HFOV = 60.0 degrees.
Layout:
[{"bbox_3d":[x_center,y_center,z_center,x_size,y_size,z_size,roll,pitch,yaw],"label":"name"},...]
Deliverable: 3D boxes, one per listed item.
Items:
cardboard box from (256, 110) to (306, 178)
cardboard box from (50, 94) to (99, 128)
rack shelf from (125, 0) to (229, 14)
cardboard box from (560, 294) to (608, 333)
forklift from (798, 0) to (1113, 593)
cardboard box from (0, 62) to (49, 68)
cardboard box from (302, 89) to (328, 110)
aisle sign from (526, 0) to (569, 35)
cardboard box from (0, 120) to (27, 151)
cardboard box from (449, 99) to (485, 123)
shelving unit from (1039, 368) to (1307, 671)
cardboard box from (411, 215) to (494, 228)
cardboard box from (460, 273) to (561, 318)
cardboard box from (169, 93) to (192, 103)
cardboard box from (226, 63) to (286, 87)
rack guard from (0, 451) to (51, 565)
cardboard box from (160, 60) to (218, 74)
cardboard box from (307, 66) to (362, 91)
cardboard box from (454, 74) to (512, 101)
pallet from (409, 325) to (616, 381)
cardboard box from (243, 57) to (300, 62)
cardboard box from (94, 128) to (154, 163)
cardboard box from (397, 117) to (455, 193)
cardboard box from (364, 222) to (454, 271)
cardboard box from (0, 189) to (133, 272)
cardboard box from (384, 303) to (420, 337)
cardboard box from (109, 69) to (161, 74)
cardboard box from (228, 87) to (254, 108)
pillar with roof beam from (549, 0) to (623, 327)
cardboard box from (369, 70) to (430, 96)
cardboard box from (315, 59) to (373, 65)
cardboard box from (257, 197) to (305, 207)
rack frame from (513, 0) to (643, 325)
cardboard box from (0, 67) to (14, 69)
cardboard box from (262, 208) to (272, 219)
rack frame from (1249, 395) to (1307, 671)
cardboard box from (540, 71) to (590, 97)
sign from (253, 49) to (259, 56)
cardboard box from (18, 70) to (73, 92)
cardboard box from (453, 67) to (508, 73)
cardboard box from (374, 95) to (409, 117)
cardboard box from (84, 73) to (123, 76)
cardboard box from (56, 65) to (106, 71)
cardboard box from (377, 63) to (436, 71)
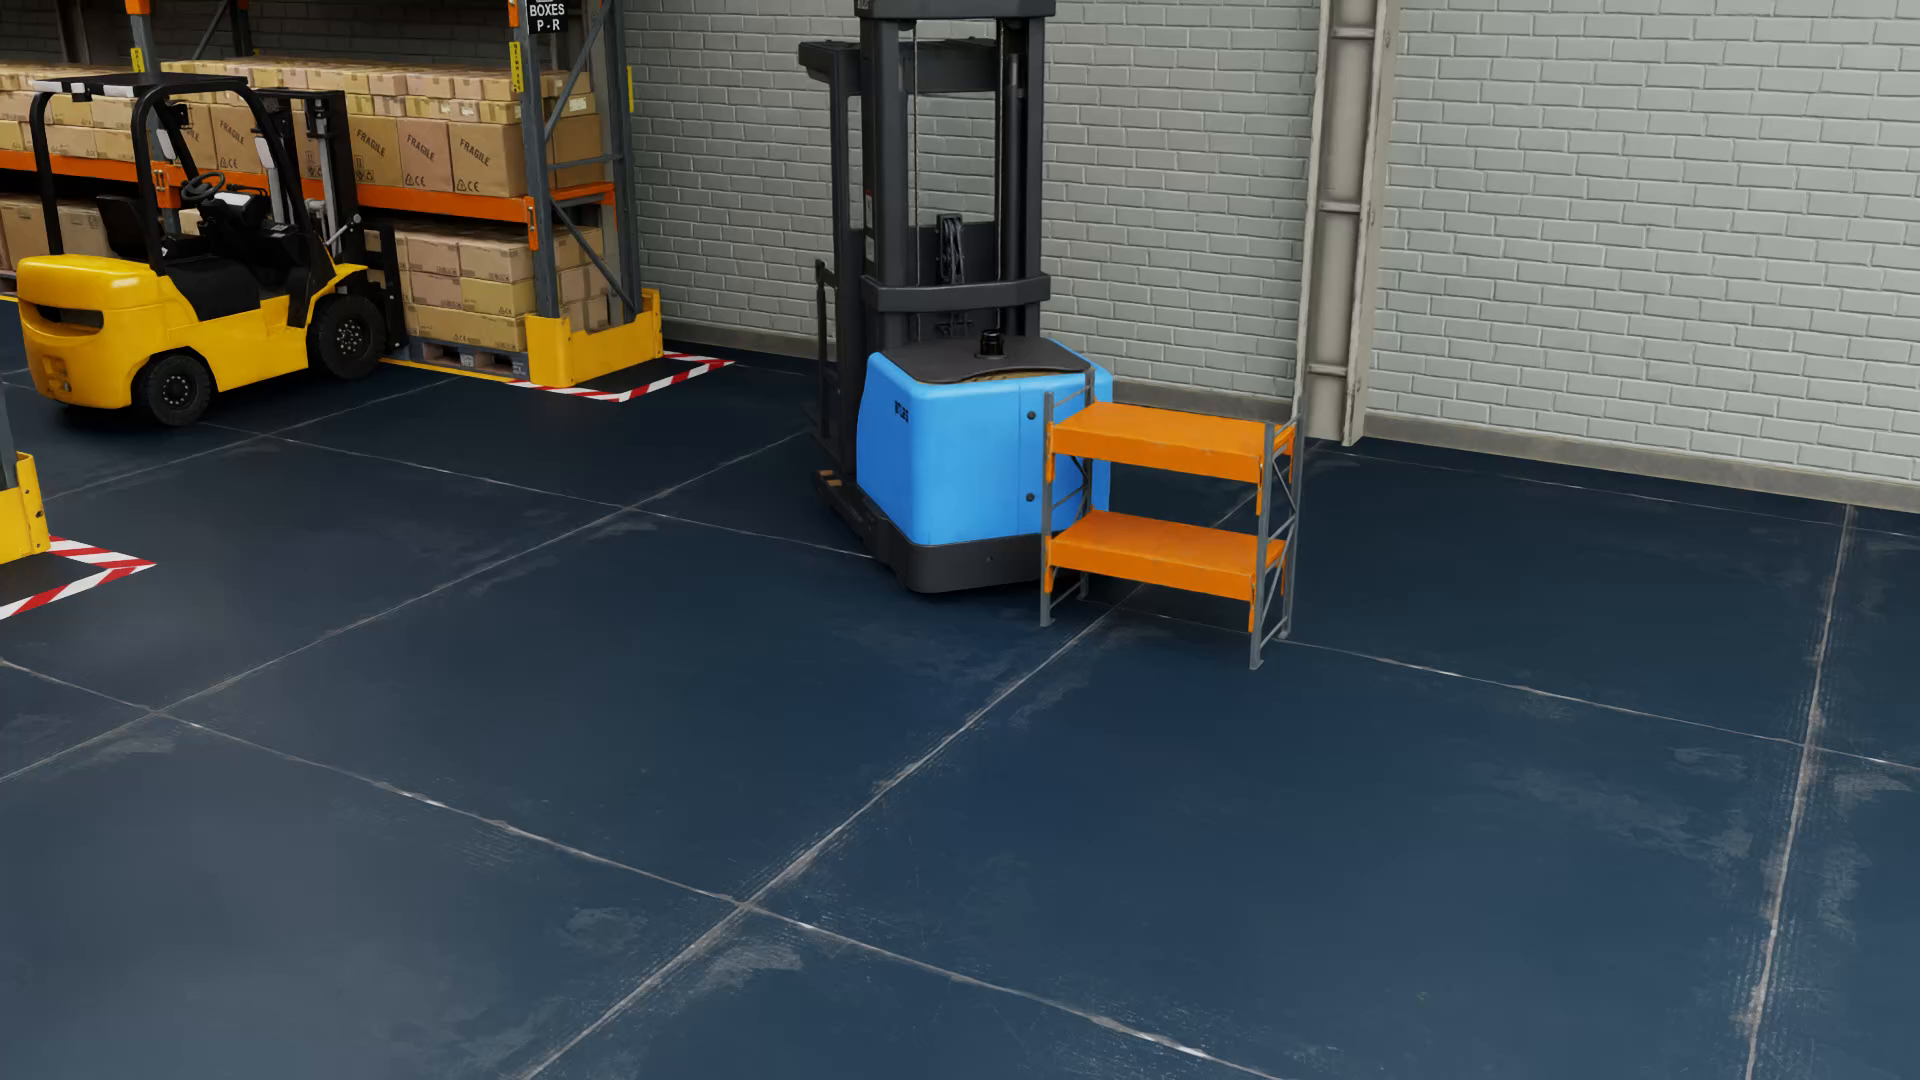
[{"bbox_3d":[-5.036,-3.086,12.828,0.500,0.500,0.500,11,22,27],"label":"cardboard box"},{"bbox_3d":[-7.207,-3.610,13.904,0.500,0.250,0.500,10,22,26],"label":"cardboard box"},{"bbox_3d":[-7.947,-4.761,14.247,4.000,0.370,1.077,11,23,27],"label":"rack shelf"},{"bbox_3d":[-3.042,-1.736,12.668,0.500,0.250,0.500,11,23,28],"label":"cardboard box"},{"bbox_3d":[-0.208,-1.591,8.954,1.130,2.935,3.031,-7,21,-18],"label":"forklift"},{"bbox_3d":[-8.393,-4.221,15.006,0.250,0.149,0.380,11,22,27],"label":"cardboard box"},{"bbox_3d":[-4.711,-3.314,12.504,0.250,0.149,0.380,10,22,26],"label":"cardboard box"},{"bbox_3d":[-2.795,-3.815,11.171,0.004,0.787,0.394,11,23,27],"label":"aisle sign"},{"bbox_3d":[-8.083,-3.549,14.470,0.500,0.250,0.500,12,23,29],"label":"cardboard box"},{"bbox_3d":[-3.386,-3.051,11.779,0.250,0.149,0.380,11,23,28],"label":"cardboard box"},{"bbox_3d":[0.950,-0.115,7.531,1.048,1.125,0.538,10,22,26],"label":"shelving unit"},{"bbox_3d":[-3.906,-2.371,12.952,0.500,0.250,0.500,11,22,27],"label":"cardboard box"},{"bbox_3d":[-3.286,-1.819,12.164,0.500,0.250,0.500,10,22,27],"label":"cardboard box"},{"bbox_3d":[-6.051,-3.577,13.229,0.250,0.149,0.380,10,22,26],"label":"cardboard box"},{"bbox_3d":[-5.393,-3.577,12.793,0.250,0.149,0.380,11,23,28],"label":"cardboard box"},{"bbox_3d":[-5.193,-0.050,8.271,0.348,0.500,1.175,11,23,27],"label":"rack guard"},{"bbox_3d":[-6.067,-3.707,13.151,0.250,0.149,0.380,11,23,28],"label":"cardboard box"},{"bbox_3d":[-4.678,-3.480,12.526,0.250,0.149,0.380,11,23,28],"label":"cardboard box"},{"bbox_3d":[-3.355,-3.211,11.785,0.250,0.149,0.380,11,23,27],"label":"cardboard box"},{"bbox_3d":[-3.397,-1.495,12.677,1.213,0.211,1.003,11,23,27],"label":"pallet"},{"bbox_3d":[-5.576,-3.831,13.493,0.250,0.149,0.380,10,22,26],"label":"cardboard box"},{"bbox_3d":[-6.769,-3.292,13.761,0.500,0.250,0.500,11,23,29],"label":"cardboard box"},{"bbox_3d":[-3.715,-2.831,12.124,0.500,0.500,0.500,12,23,29],"label":"cardboard box"},{"bbox_3d":[-4.157,-2.214,12.519,0.500,0.250,0.500,11,23,28],"label":"cardboard box"},{"bbox_3d":[-7.993,-2.777,14.987,0.625,0.625,0.875,10,22,25],"label":"cardboard box"},{"bbox_3d":[-4.135,-1.751,12.711,0.500,0.250,0.500,11,23,28],"label":"cardboard box"},{"bbox_3d":[-7.063,-3.969,14.310,0.250,0.149,0.380,11,22,27],"label":"cardboard box"},{"bbox_3d":[-5.404,-3.436,12.841,0.250,0.149,0.380,11,23,28],"label":"cardboard box"},{"bbox_3d":[-4.977,-4.614,8.388,0.400,9.000,9.100,11,23,27],"label":"pillar with roof beam"},{"bbox_3d":[-4.059,-3.321,12.087,0.250,0.149,0.380,11,23,29],"label":"cardboard box"},{"bbox_3d":[-4.873,-3.719,13.184,0.250,0.149,0.380,10,22,26],"label":"cardboard box"},{"bbox_3d":[-5.677,-2.707,13.879,0.500,0.250,0.500,11,23,28],"label":"cardboard box"},{"bbox_3d":[-2.709,-2.691,11.885,0.127,3.000,1.000,11,23,27],"label":"rack frame"},{"bbox_3d":[-8.427,-4.021,14.454,0.250,0.149,0.380,11,23,28],"label":"cardboard box"},{"bbox_3d":[-5.490,-2.469,13.224,0.500,0.250,0.500,11,23,27],"label":"cardboard box"},{"bbox_3d":[1.399,-0.033,7.307,0.032,1.125,0.500,10,22,26],"label":"rack frame"},{"bbox_3d":[-2.898,-3.302,12.036,0.250,0.149,0.380,10,22,26],"label":"cardboard box"},{"bbox_3d":[-5.932,-3.966,14.014,0.005,0.325,0.100,11,23,27],"label":"sign"},{"bbox_3d":[-7.737,-3.903,14.127,0.250,0.149,0.380,11,23,28],"label":"cardboard box"},{"bbox_3d":[-3.556,-3.441,12.419,0.250,0.149,0.380,11,23,28],"label":"cardboard box"},{"bbox_3d":[-4.050,-3.187,12.155,0.250,0.149,0.380,10,22,26],"label":"cardboard box"},{"bbox_3d":[-7.030,-3.793,13.824,0.250,0.149,0.380,11,23,27],"label":"cardboard box"},{"bbox_3d":[-7.712,-4.098,14.666,0.250,0.149,0.380,11,23,28],"label":"cardboard box"},{"bbox_3d":[-4.234,-3.568,12.768,0.250,0.149,0.380,11,23,28],"label":"cardboard box"}]
